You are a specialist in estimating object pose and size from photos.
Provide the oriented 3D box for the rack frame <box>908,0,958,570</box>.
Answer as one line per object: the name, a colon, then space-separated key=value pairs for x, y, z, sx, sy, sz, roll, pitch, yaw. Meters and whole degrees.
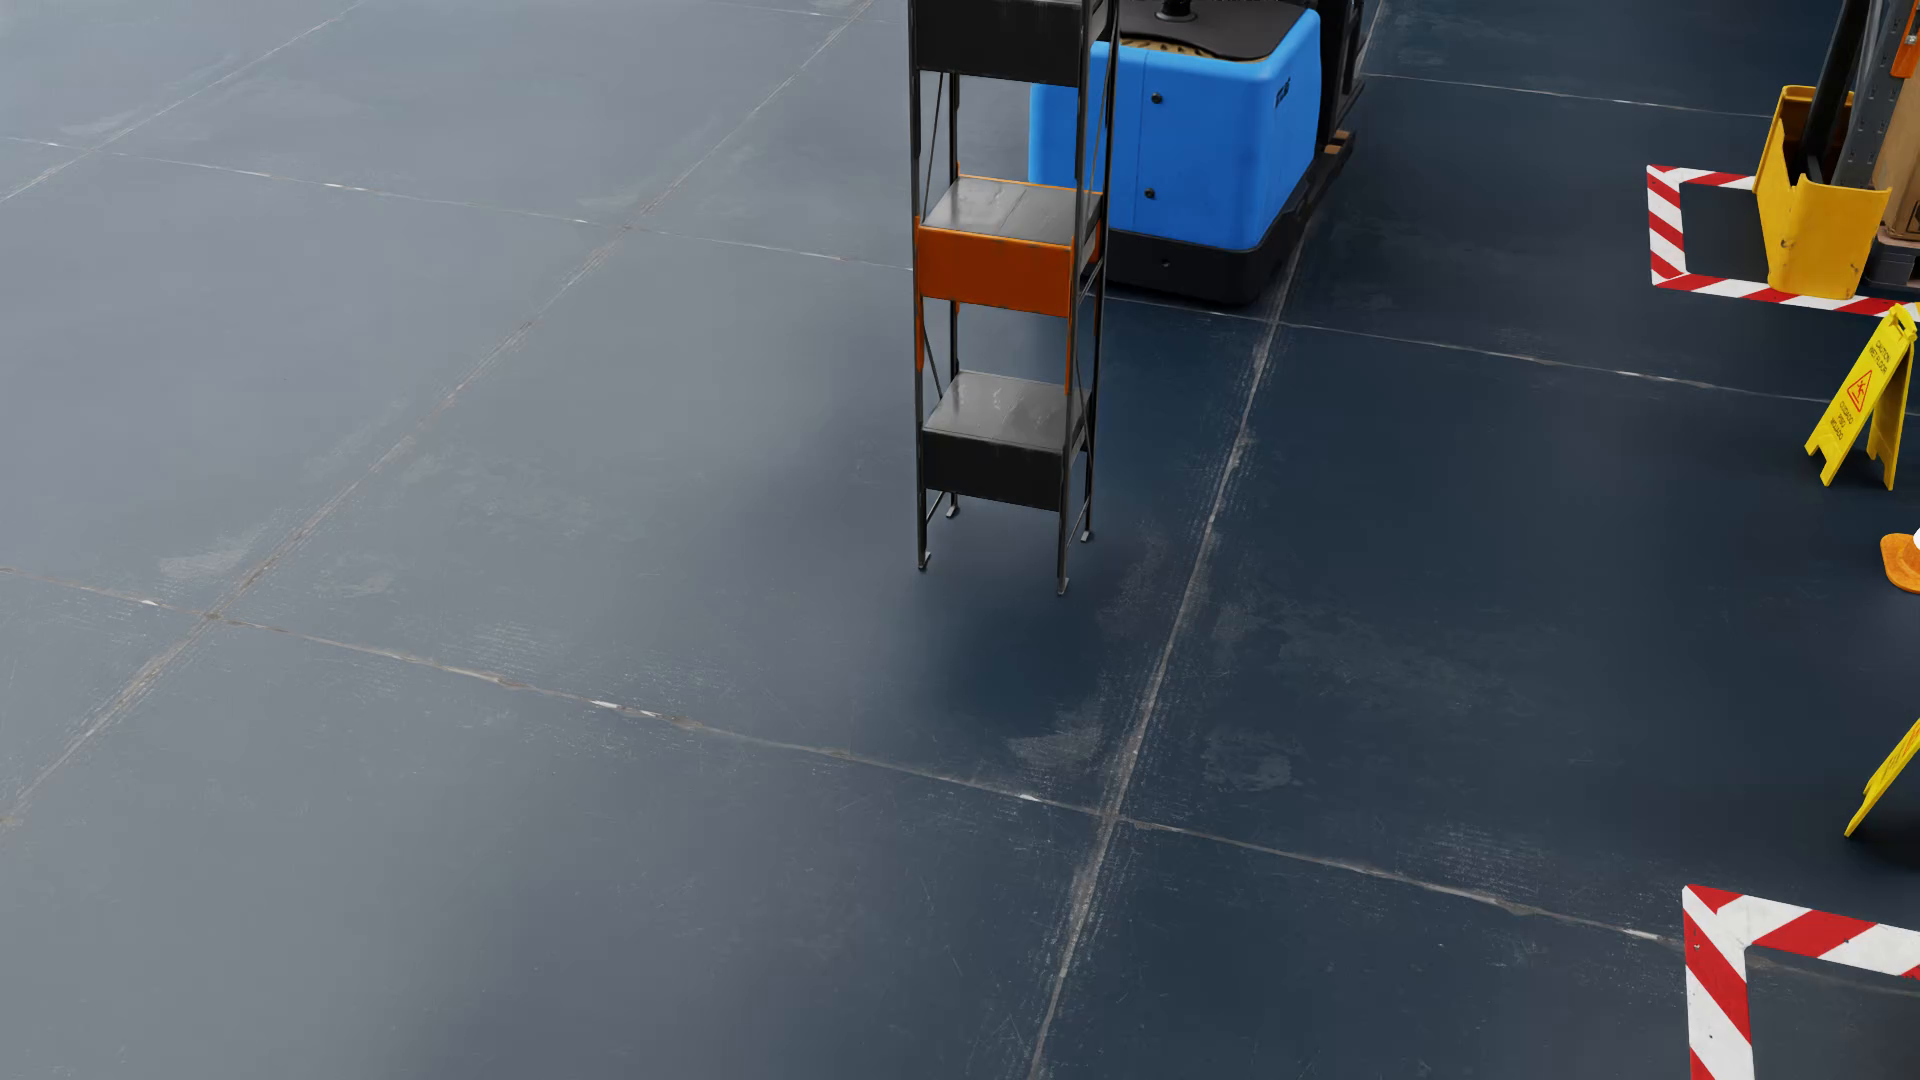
rack frame: x=-0.075 y=-0.860 z=5.146 sx=0.015 sy=2.100 sz=0.400 roll=10 pitch=38 yaw=14

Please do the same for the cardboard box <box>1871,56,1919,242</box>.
cardboard box: x=4.544 y=-1.816 z=7.125 sx=0.875 sy=0.875 sz=0.875 roll=11 pitch=38 yaw=14

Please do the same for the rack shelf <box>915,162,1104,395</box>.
rack shelf: x=0.158 y=-0.805 z=5.096 sx=0.480 sy=0.518 sz=0.431 roll=10 pitch=38 yaw=14

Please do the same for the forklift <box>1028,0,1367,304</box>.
forklift: x=1.325 y=-3.040 z=7.408 sx=1.130 sy=2.935 sz=3.031 roll=14 pitch=39 yaw=19

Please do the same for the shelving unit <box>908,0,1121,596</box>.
shelving unit: x=0.158 y=-0.816 z=5.088 sx=0.503 sy=2.100 sz=0.431 roll=10 pitch=38 yaw=14

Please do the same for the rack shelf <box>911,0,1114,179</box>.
rack shelf: x=0.158 y=-1.369 z=4.681 sx=0.480 sy=0.518 sz=0.431 roll=10 pitch=38 yaw=14

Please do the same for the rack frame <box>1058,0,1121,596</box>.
rack frame: x=0.391 y=-0.773 z=5.029 sx=0.015 sy=2.100 sz=0.400 roll=10 pitch=38 yaw=14

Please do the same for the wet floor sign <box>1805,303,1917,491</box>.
wet floor sign: x=3.259 y=-0.522 z=5.915 sx=0.232 sy=0.644 sz=0.267 roll=4 pitch=37 yaw=6

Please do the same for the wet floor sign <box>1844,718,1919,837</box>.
wet floor sign: x=2.635 y=0.542 z=4.469 sx=0.232 sy=0.644 sz=0.267 roll=24 pitch=43 yaw=29

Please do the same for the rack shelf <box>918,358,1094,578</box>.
rack shelf: x=0.158 y=-0.242 z=5.511 sx=0.480 sy=0.518 sz=0.431 roll=10 pitch=38 yaw=14

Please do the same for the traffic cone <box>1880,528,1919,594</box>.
traffic cone: x=3.299 y=-0.087 z=5.478 sx=0.334 sy=0.463 sz=0.336 roll=10 pitch=38 yaw=14

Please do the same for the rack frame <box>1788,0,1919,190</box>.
rack frame: x=3.877 y=-2.585 z=6.732 sx=0.127 sy=3.000 sz=1.000 roll=10 pitch=38 yaw=14

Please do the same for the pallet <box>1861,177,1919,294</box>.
pallet: x=4.663 y=-1.365 z=7.427 sx=1.213 sy=0.211 sz=1.003 roll=10 pitch=38 yaw=14

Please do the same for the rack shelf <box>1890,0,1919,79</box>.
rack shelf: x=5.786 y=-1.942 z=6.465 sx=4.000 sy=0.370 sz=1.077 roll=10 pitch=38 yaw=14

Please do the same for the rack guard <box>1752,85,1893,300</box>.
rack guard: x=3.854 y=-1.583 z=7.479 sx=0.348 sy=0.500 sz=1.175 roll=10 pitch=38 yaw=14
